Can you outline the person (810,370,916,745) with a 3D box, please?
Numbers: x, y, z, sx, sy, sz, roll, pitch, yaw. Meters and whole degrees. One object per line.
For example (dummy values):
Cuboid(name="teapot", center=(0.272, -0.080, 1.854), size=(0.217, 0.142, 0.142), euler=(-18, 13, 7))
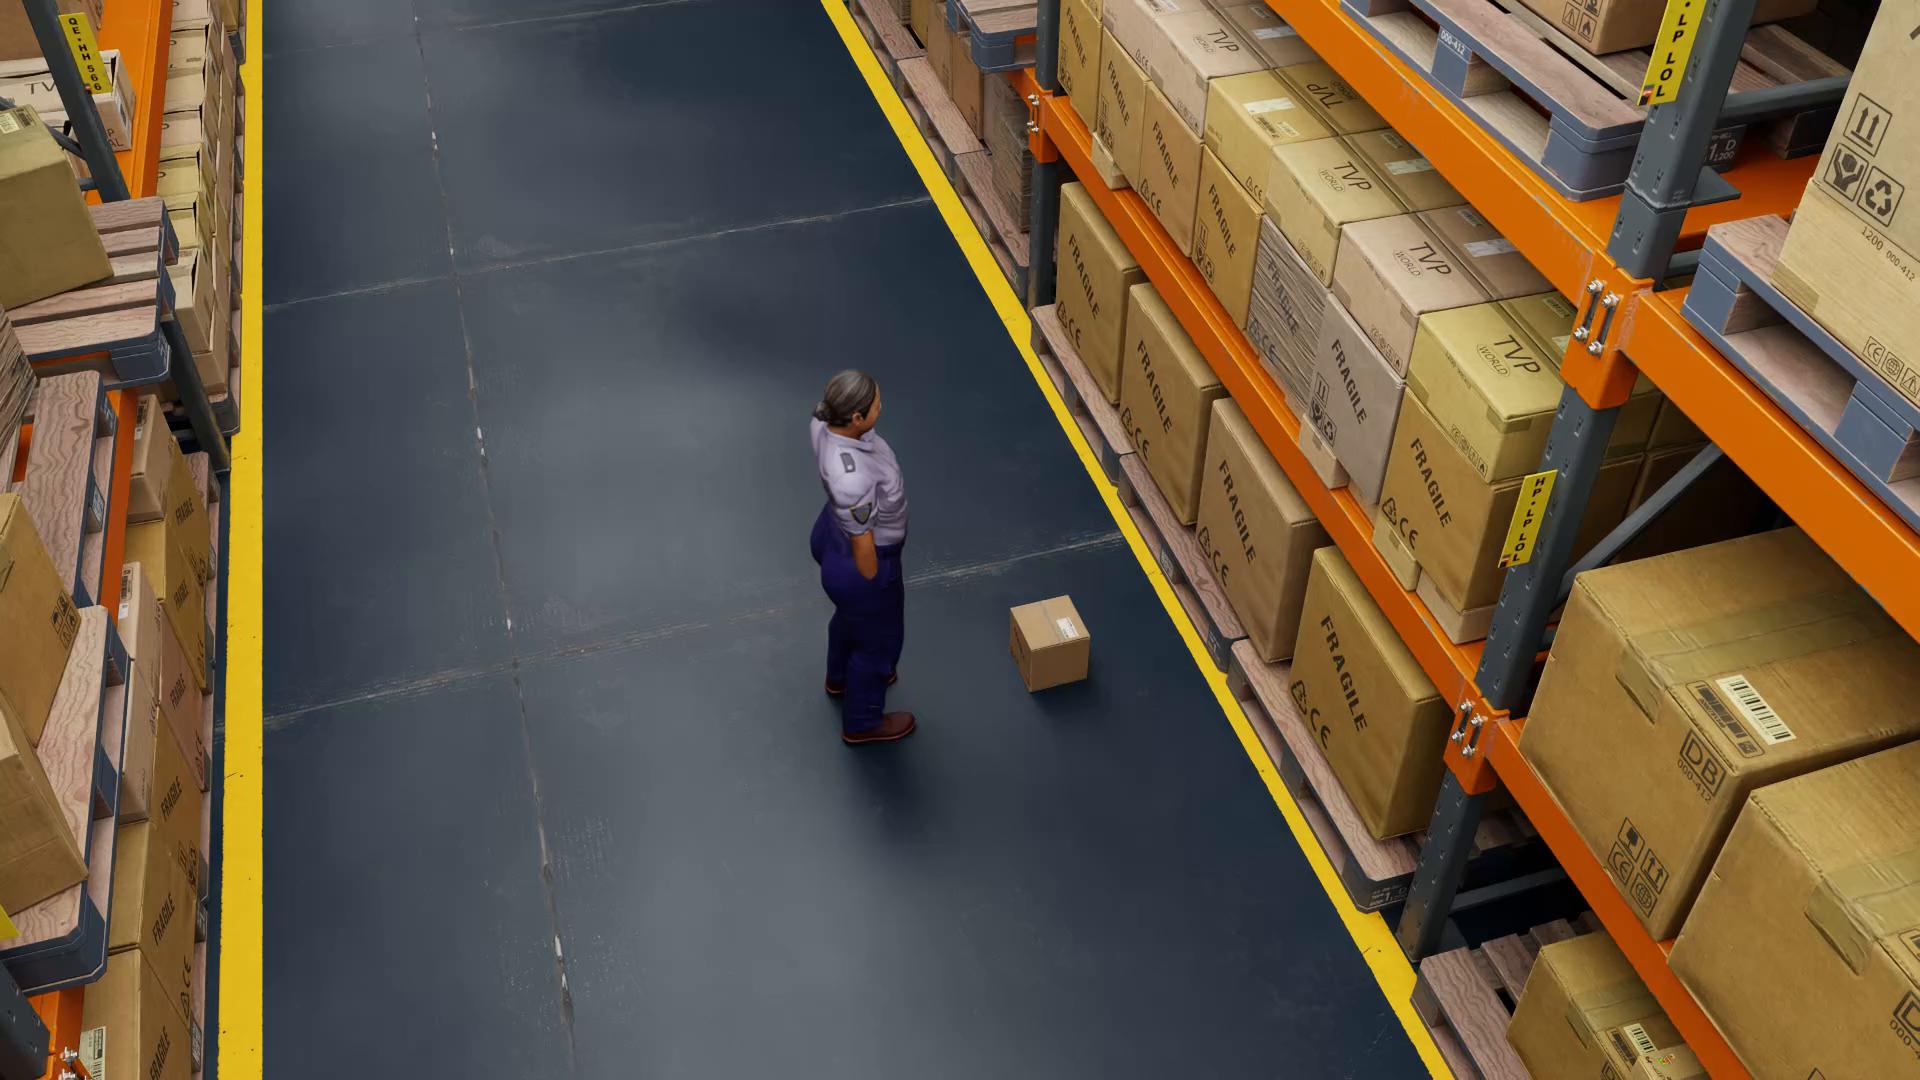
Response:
Cuboid(name="person", center=(-0.367, 0.049, 6.124), size=(0.342, 1.645, 0.470), euler=(-11, 44, -12))
